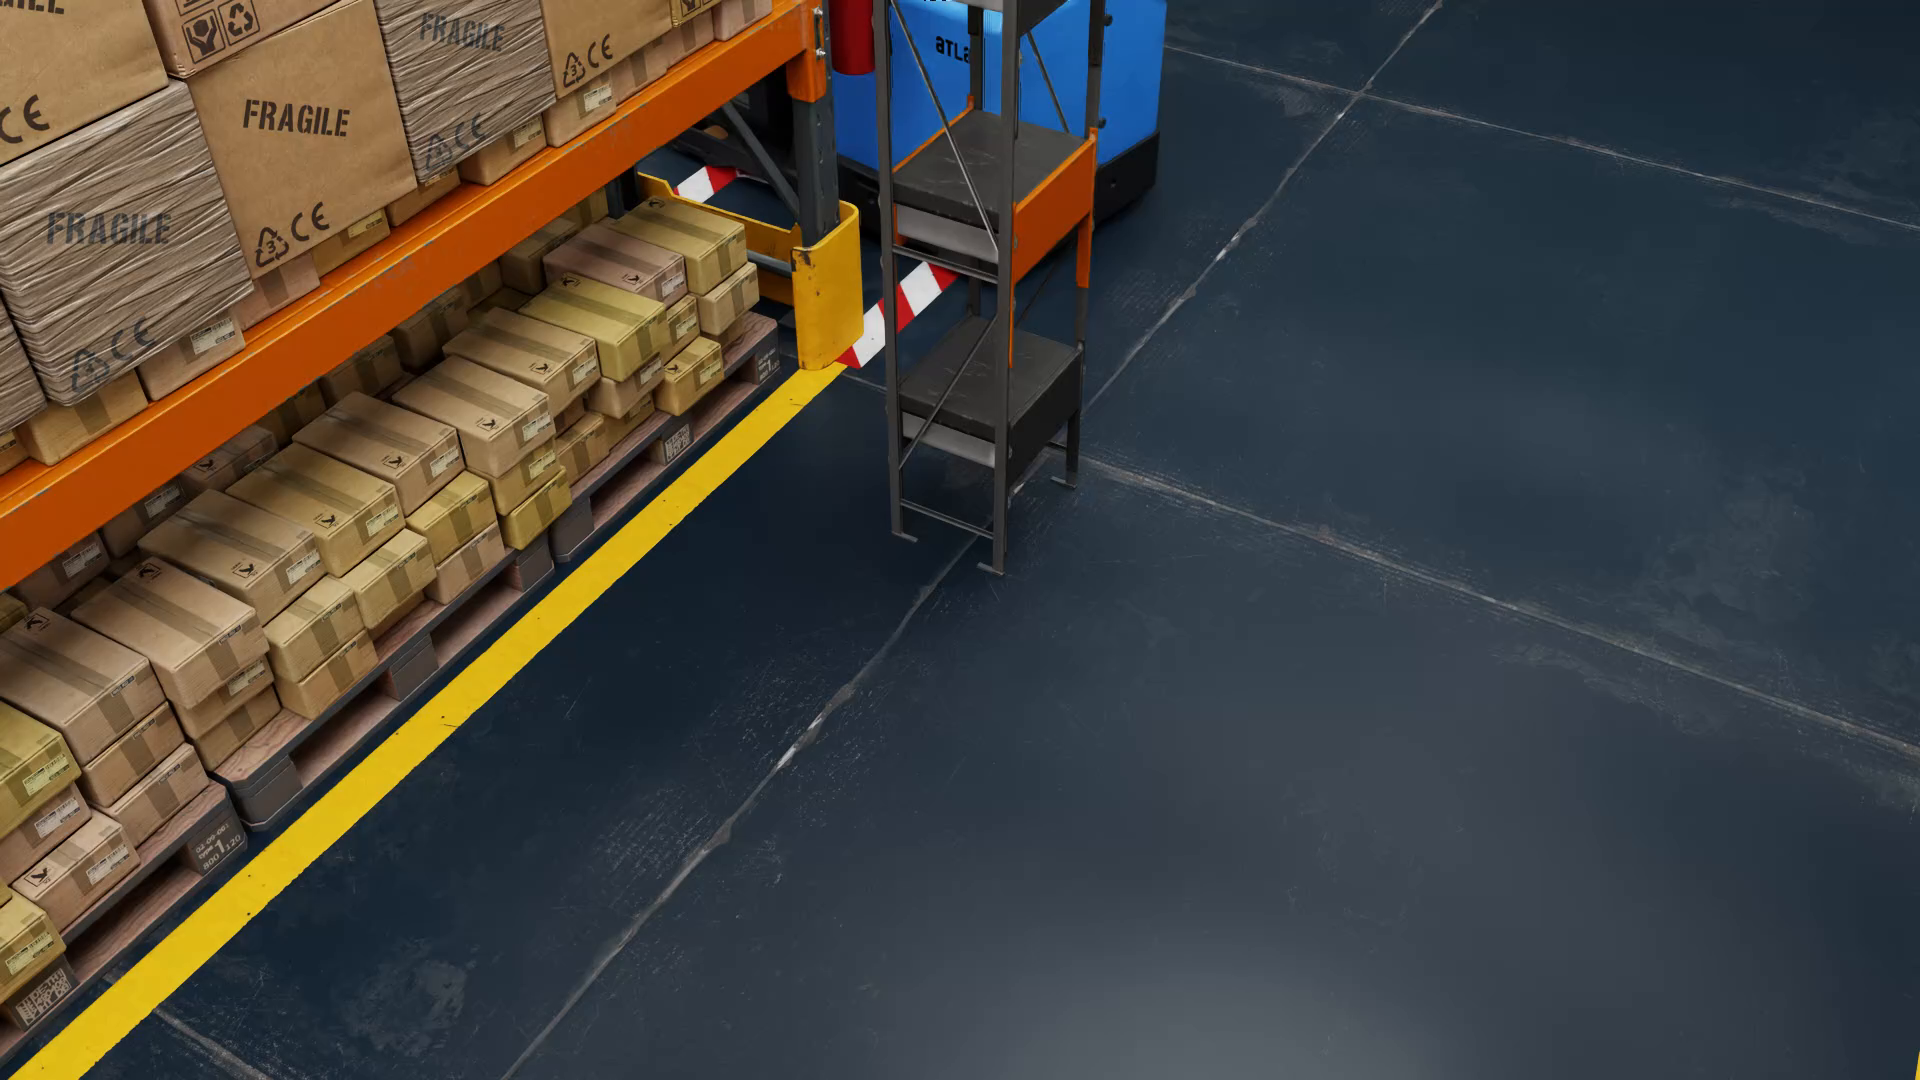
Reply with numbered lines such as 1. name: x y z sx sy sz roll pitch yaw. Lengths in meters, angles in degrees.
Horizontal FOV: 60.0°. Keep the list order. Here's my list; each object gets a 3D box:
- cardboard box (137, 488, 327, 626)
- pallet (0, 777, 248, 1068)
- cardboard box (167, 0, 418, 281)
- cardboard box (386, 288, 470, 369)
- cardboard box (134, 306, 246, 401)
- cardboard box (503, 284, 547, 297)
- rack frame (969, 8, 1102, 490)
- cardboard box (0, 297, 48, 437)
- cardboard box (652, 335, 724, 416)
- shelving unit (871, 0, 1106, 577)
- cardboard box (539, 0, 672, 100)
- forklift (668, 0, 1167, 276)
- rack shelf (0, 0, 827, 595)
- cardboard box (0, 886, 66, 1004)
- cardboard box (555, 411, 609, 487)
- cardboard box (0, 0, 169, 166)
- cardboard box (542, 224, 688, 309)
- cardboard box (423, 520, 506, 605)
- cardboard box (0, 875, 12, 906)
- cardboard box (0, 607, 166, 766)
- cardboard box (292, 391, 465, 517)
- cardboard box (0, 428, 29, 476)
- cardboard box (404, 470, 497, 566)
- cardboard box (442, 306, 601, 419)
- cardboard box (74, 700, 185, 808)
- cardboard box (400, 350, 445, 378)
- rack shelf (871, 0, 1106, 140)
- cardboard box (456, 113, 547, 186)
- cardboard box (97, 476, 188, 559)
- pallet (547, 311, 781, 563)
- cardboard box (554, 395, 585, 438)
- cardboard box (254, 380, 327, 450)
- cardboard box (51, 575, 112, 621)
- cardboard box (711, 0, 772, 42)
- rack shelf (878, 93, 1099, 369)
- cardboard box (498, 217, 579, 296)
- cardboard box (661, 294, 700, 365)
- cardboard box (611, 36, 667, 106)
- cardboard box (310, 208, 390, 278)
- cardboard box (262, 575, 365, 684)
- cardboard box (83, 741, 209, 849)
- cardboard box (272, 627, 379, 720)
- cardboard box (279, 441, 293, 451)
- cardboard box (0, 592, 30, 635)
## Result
1. cardboard box: -1.886 0.043 4.321 0.380 0.149 0.250 19 45 20
2. pallet: -2.579 0.891 4.079 1.003 0.211 1.213 21 45 22
3. cardboard box: -1.651 -0.987 3.801 0.500 0.500 0.500 23 46 24
4. cardboard box: -1.762 -0.704 5.168 0.380 0.149 0.250 19 45 20
5. cardboard box: -1.843 -0.489 3.726 0.380 0.149 0.250 23 46 24
6. cardboard box: -1.553 -0.895 5.611 0.380 0.149 0.250 21 45 22
7. rack frame: 0.205 -1.022 4.822 0.400 2.100 0.015 21 45 22
8. cardboard box: -2.177 -0.395 3.128 0.500 0.500 0.500 21 45 22
9. cardboard box: -1.007 -0.586 5.485 0.380 0.149 0.250 22 46 23
10. shelving unit: 0.083 -0.883 4.664 0.431 2.100 0.503 21 45 22
11. cardboard box: -1.147 -1.563 4.454 0.500 0.500 0.500 20 45 21
12. forklift: -0.646 -2.917 6.345 3.031 2.935 1.130 29 49 29
13. rack shelf: -1.884 -0.634 4.245 1.077 0.370 4.000 21 45 22
14. cardboard box: -2.291 0.898 3.800 0.380 0.149 0.250 22 46 23
15. cardboard box: -1.326 -0.317 5.180 0.380 0.149 0.250 21 46 22
16. cardboard box: -1.923 -1.042 3.106 0.500 0.500 0.500 22 46 23
17. cardboard box: -1.104 -0.848 5.333 0.380 0.149 0.250 22 46 23
18. cardboard box: -1.553 -0.001 4.821 0.380 0.149 0.250 22 46 23
19. cardboard box: -2.377 0.765 3.726 0.380 0.149 0.250 21 46 22
20. cardboard box: -2.149 0.345 3.978 0.380 0.149 0.250 20 45 21
21. cardboard box: -1.622 -0.244 4.647 0.380 0.149 0.250 19 45 21
22. cardboard box: -2.166 -0.215 3.415 0.380 0.149 0.250 19 45 20
23. cardboard box: -1.551 -0.113 4.722 0.380 0.149 0.250 23 46 24
24. cardboard box: -1.308 -0.531 4.972 0.380 0.149 0.250 19 45 20
25. cardboard box: -2.149 0.460 4.072 0.380 0.149 0.250 19 45 20
26. cardboard box: -1.821 -0.615 5.293 0.380 0.149 0.250 22 46 23
27. rack shelf: 0.083 -1.398 4.210 0.431 0.518 0.480 21 45 22
28. cardboard box: -1.336 -1.101 4.421 0.380 0.149 0.250 19 45 20
29. cardboard box: -2.343 -0.131 4.518 0.380 0.149 0.250 19 45 21
30. pallet: -1.358 -0.505 5.664 1.003 0.211 1.213 21 45 22
31. cardboard box: -1.382 -0.434 5.087 0.380 0.149 0.250 20 45 22
32. cardboard box: -2.081 -0.413 4.838 0.380 0.149 0.250 22 46 23
33. cardboard box: -2.438 0.174 4.397 0.380 0.149 0.250 22 46 23
34. cardboard box: -0.801 -1.674 5.072 0.380 0.149 0.250 21 46 22
35. rack shelf: 0.083 -0.872 4.673 0.431 0.518 0.480 21 45 22
36. cardboard box: -1.473 -0.975 5.476 0.380 0.149 0.250 22 46 23
37. cardboard box: -1.077 -0.720 5.412 0.380 0.149 0.250 20 45 21
38. cardboard box: -1.071 -1.396 4.756 0.380 0.149 0.250 20 45 22
39. cardboard box: -1.641 -0.809 4.089 0.380 0.149 0.250 22 46 23
40. cardboard box: -1.810 0.187 4.382 0.380 0.149 0.250 21 45 22
41. cardboard box: -2.128 0.577 4.165 0.380 0.149 0.250 20 45 21
42. cardboard box: -1.810 0.294 4.485 0.380 0.149 0.250 20 45 21
43. cardboard box: -1.972 -0.263 4.893 0.380 0.149 0.250 23 46 24
44. cardboard box: -2.523 0.213 4.128 0.380 0.149 0.250 22 46 23
